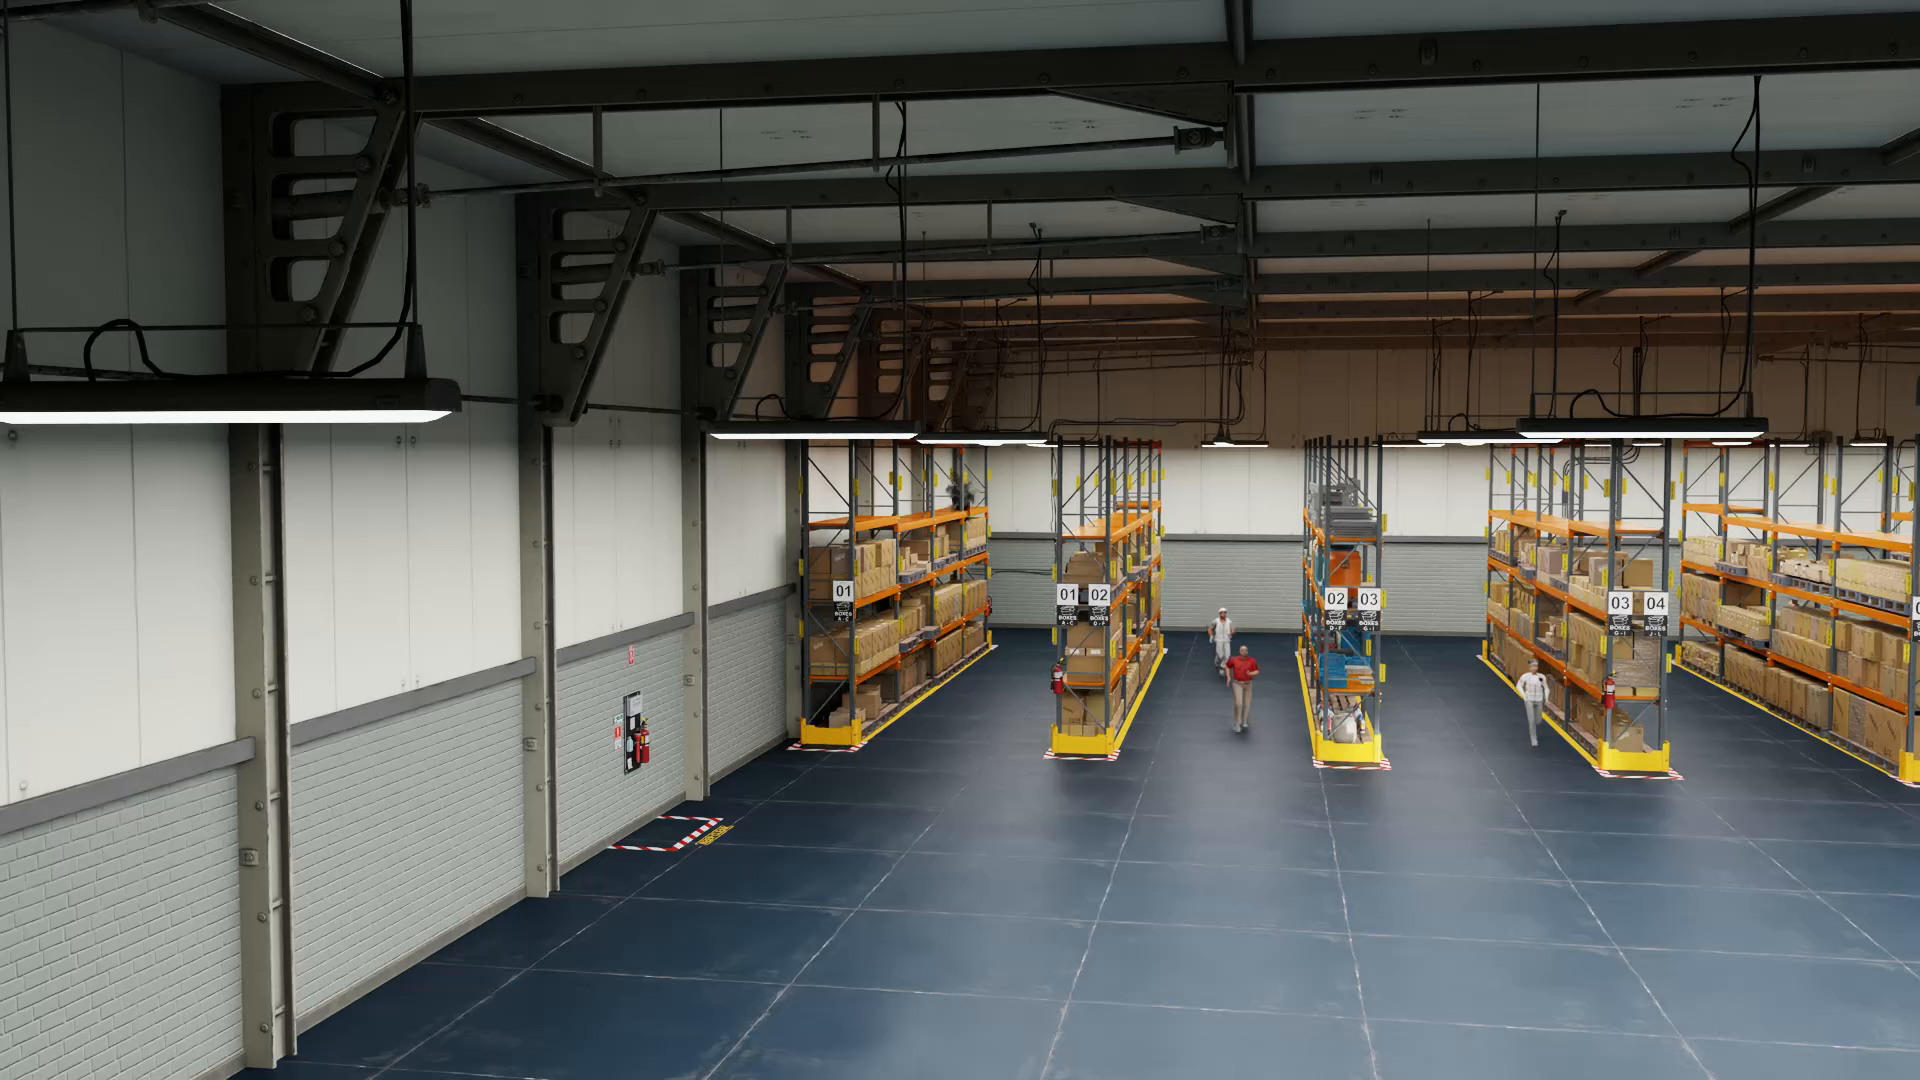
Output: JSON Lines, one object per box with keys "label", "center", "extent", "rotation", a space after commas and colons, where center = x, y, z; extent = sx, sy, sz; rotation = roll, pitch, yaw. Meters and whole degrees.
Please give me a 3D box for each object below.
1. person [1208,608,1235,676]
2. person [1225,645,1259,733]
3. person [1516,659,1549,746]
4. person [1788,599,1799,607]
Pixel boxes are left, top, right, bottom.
{"label": "person", "center": [6.625, 2.581, 41.906], "extent": [0.652, 1.740, 0.581], "rotation": [0, 3, -5]}
{"label": "person", "center": [5.763, 3.042, 33.888], "extent": [0.633, 1.798, 0.761], "rotation": [0, 3, -1]}
{"label": "person", "center": [11.197, 3.147, 32.500], "extent": [0.618, 1.673, 0.677], "rotation": [0, 3, 9]}
{"label": "person", "center": [22.672, 2.450, 45.299], "extent": [0.678, 1.687, 0.583], "rotation": [1, 3, 12]}
